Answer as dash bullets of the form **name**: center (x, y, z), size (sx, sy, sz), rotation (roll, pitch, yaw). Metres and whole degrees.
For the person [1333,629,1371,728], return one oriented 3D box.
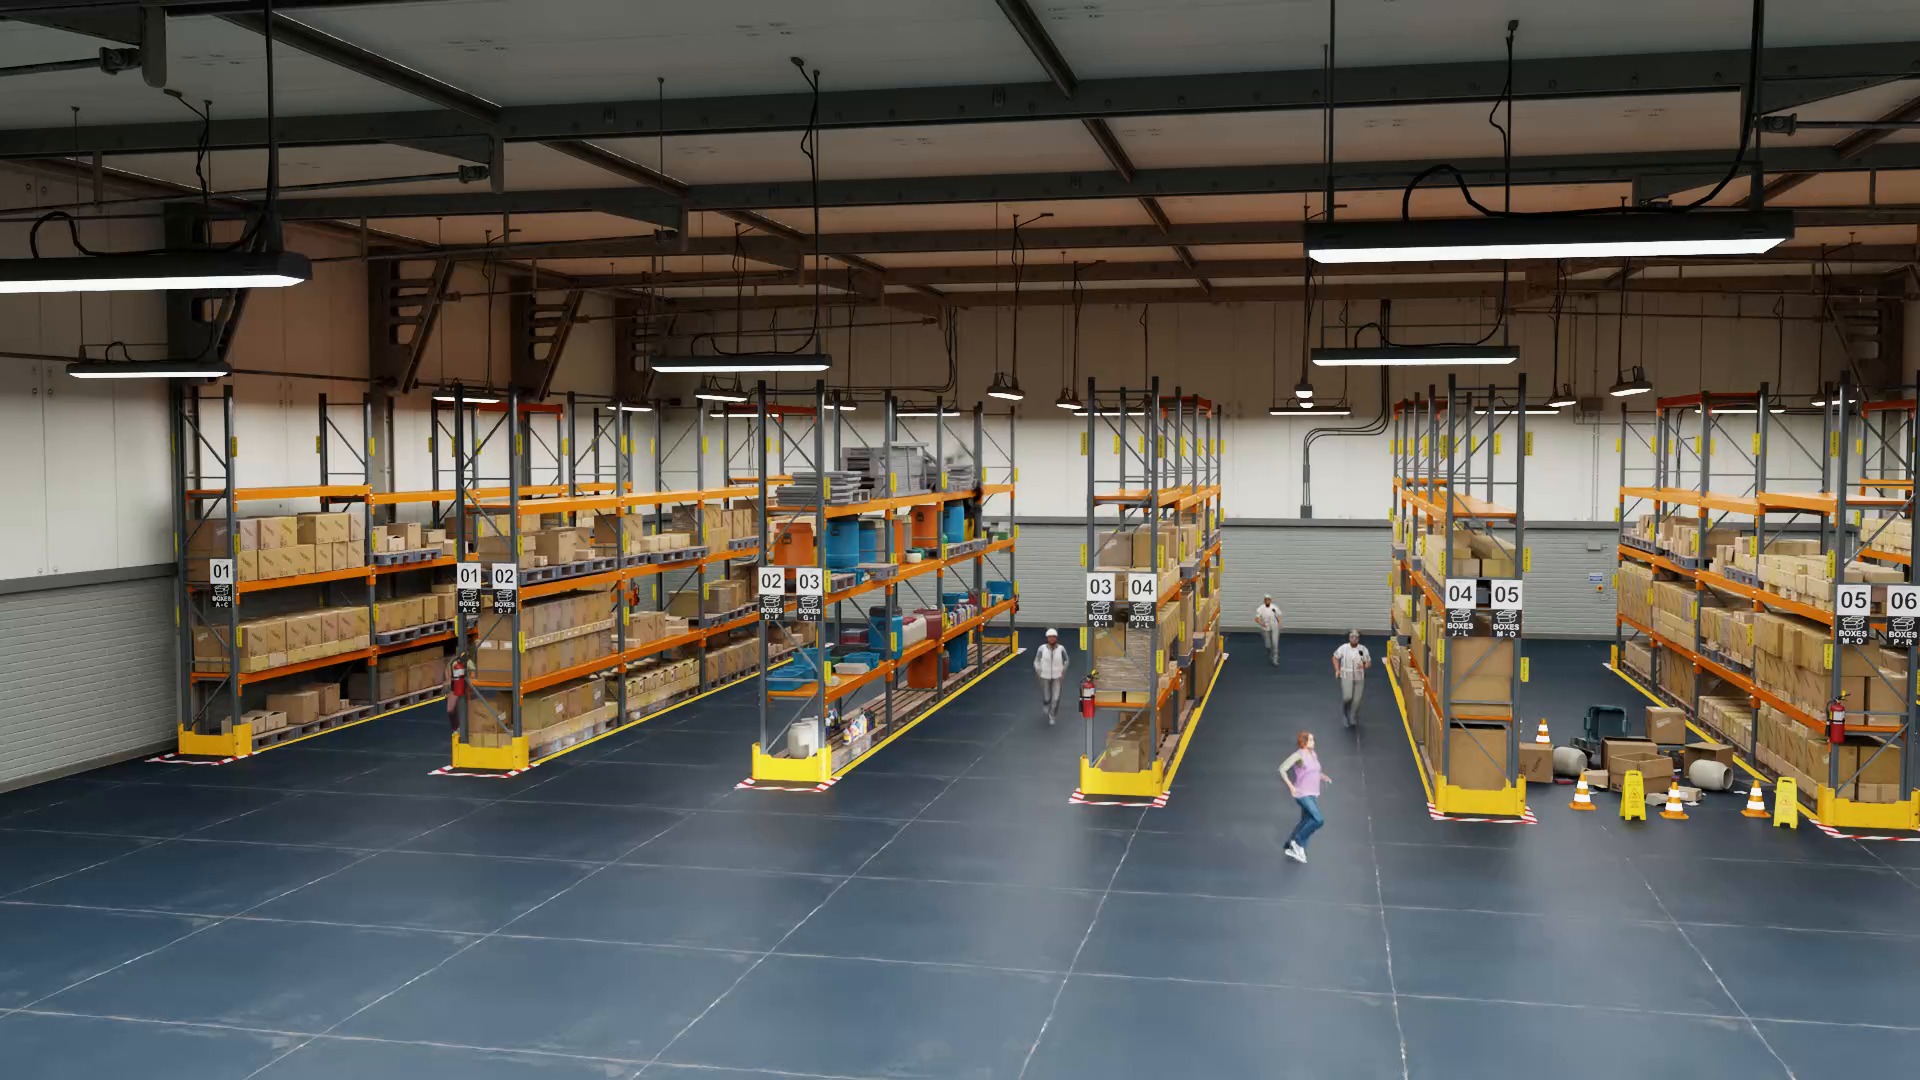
- **person**: center (6.979, 2.469, 29.547), size (0.637, 1.770, 0.682), rotation (0, 3, 4)

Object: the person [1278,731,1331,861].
- **person**: center (4.170, 3.076, 19.988), size (0.635, 1.563, 0.509), rotation (3, 4, 41)

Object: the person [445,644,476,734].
- **person**: center (-8.516, 2.581, 28.268), size (0.554, 1.642, 0.597), rotation (0, 3, -4)

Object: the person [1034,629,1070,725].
- **person**: center (1.665, 2.459, 30.159), size (0.647, 1.727, 0.637), rotation (0, 3, 2)

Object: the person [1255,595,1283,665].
- **person**: center (7.143, 2.059, 38.466), size (0.639, 1.609, 0.617), rotation (0, 3, 5)
